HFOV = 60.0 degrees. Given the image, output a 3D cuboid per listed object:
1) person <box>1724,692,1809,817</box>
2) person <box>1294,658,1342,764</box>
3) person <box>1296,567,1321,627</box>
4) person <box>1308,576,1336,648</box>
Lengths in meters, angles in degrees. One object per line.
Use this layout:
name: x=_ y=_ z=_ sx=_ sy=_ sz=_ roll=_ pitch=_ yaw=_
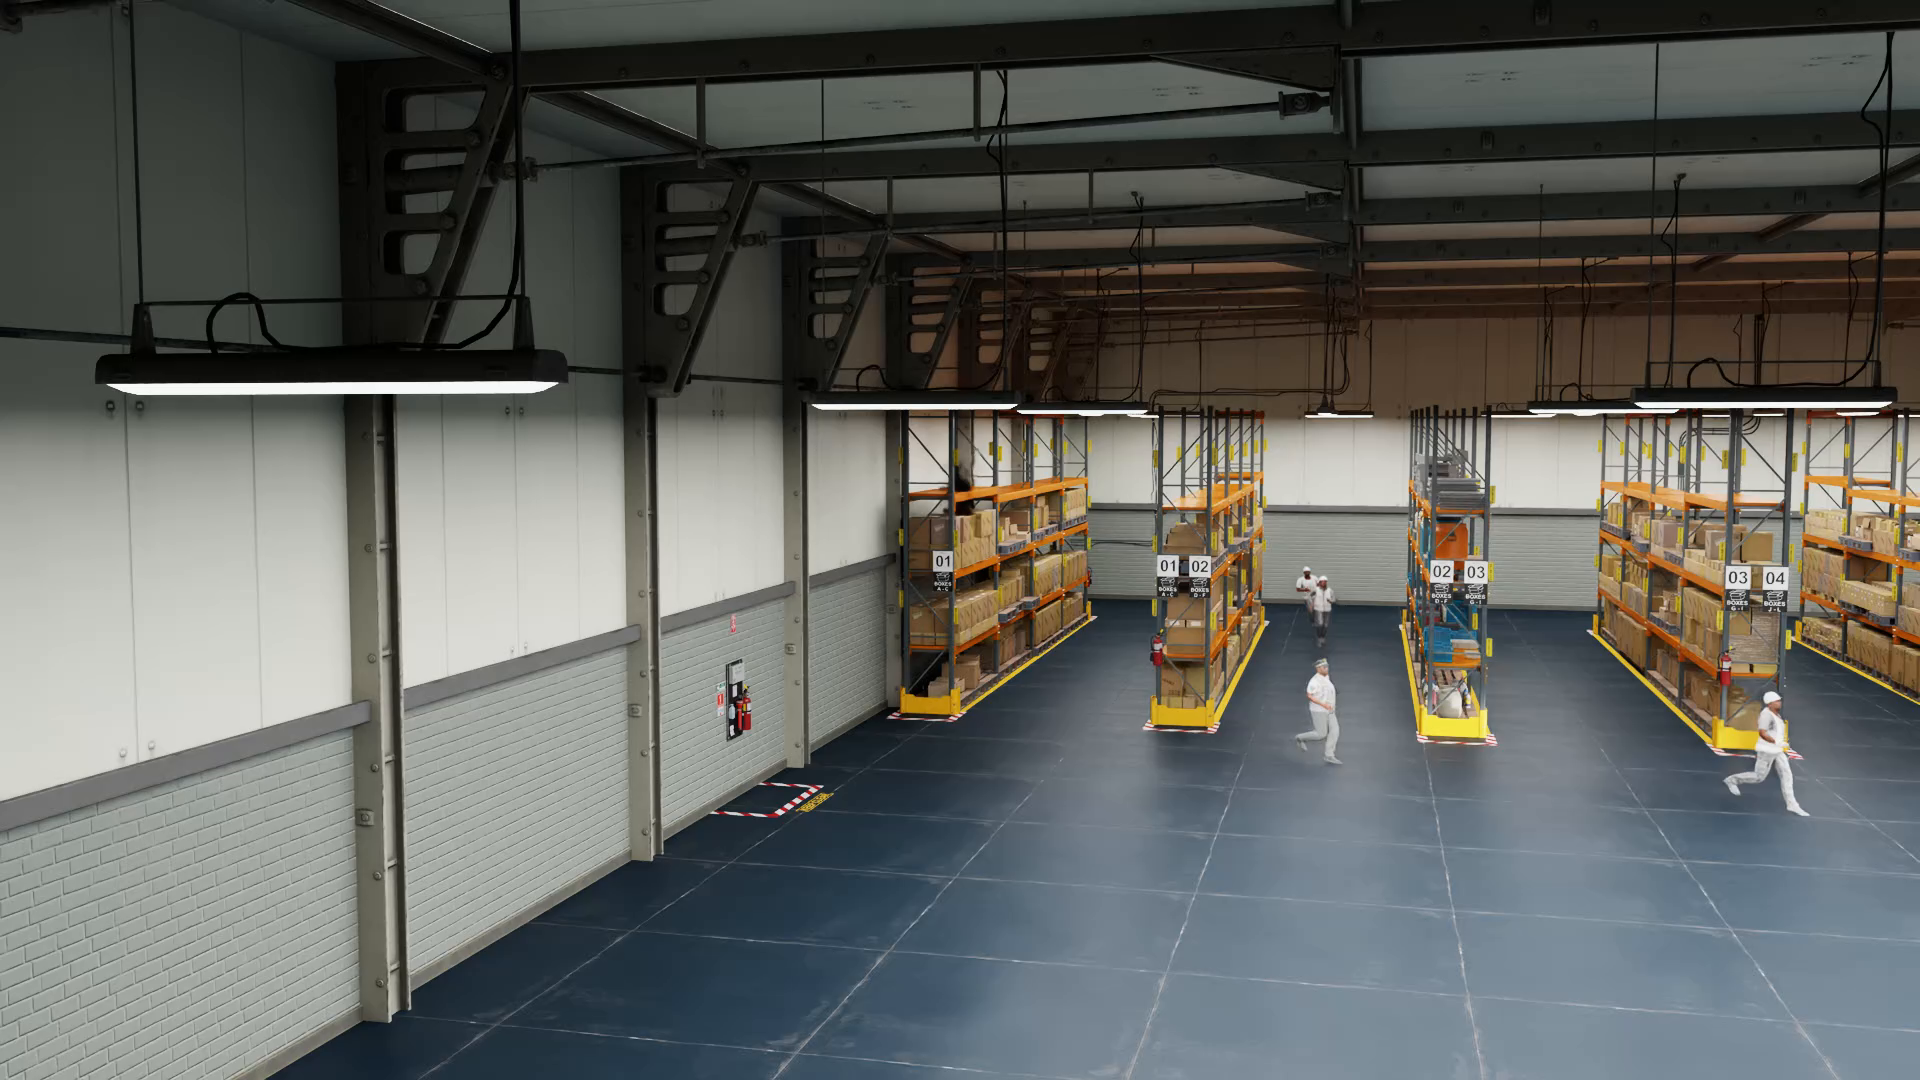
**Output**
person: x=11.817 y=3.103 z=24.345 sx=0.649 sy=1.777 sz=1.150 roll=-4 pitch=6 yaw=-45
person: x=6.064 y=2.857 z=27.973 sx=0.829 sy=1.771 sz=0.673 roll=4 pitch=5 yaw=41
person: x=9.611 y=1.589 z=45.698 sx=0.757 sy=1.736 sz=0.668 roll=0 pitch=4 yaw=3
person: x=9.185 y=1.821 z=42.137 sx=0.624 sy=1.834 sz=0.759 roll=0 pitch=4 yaw=-3
